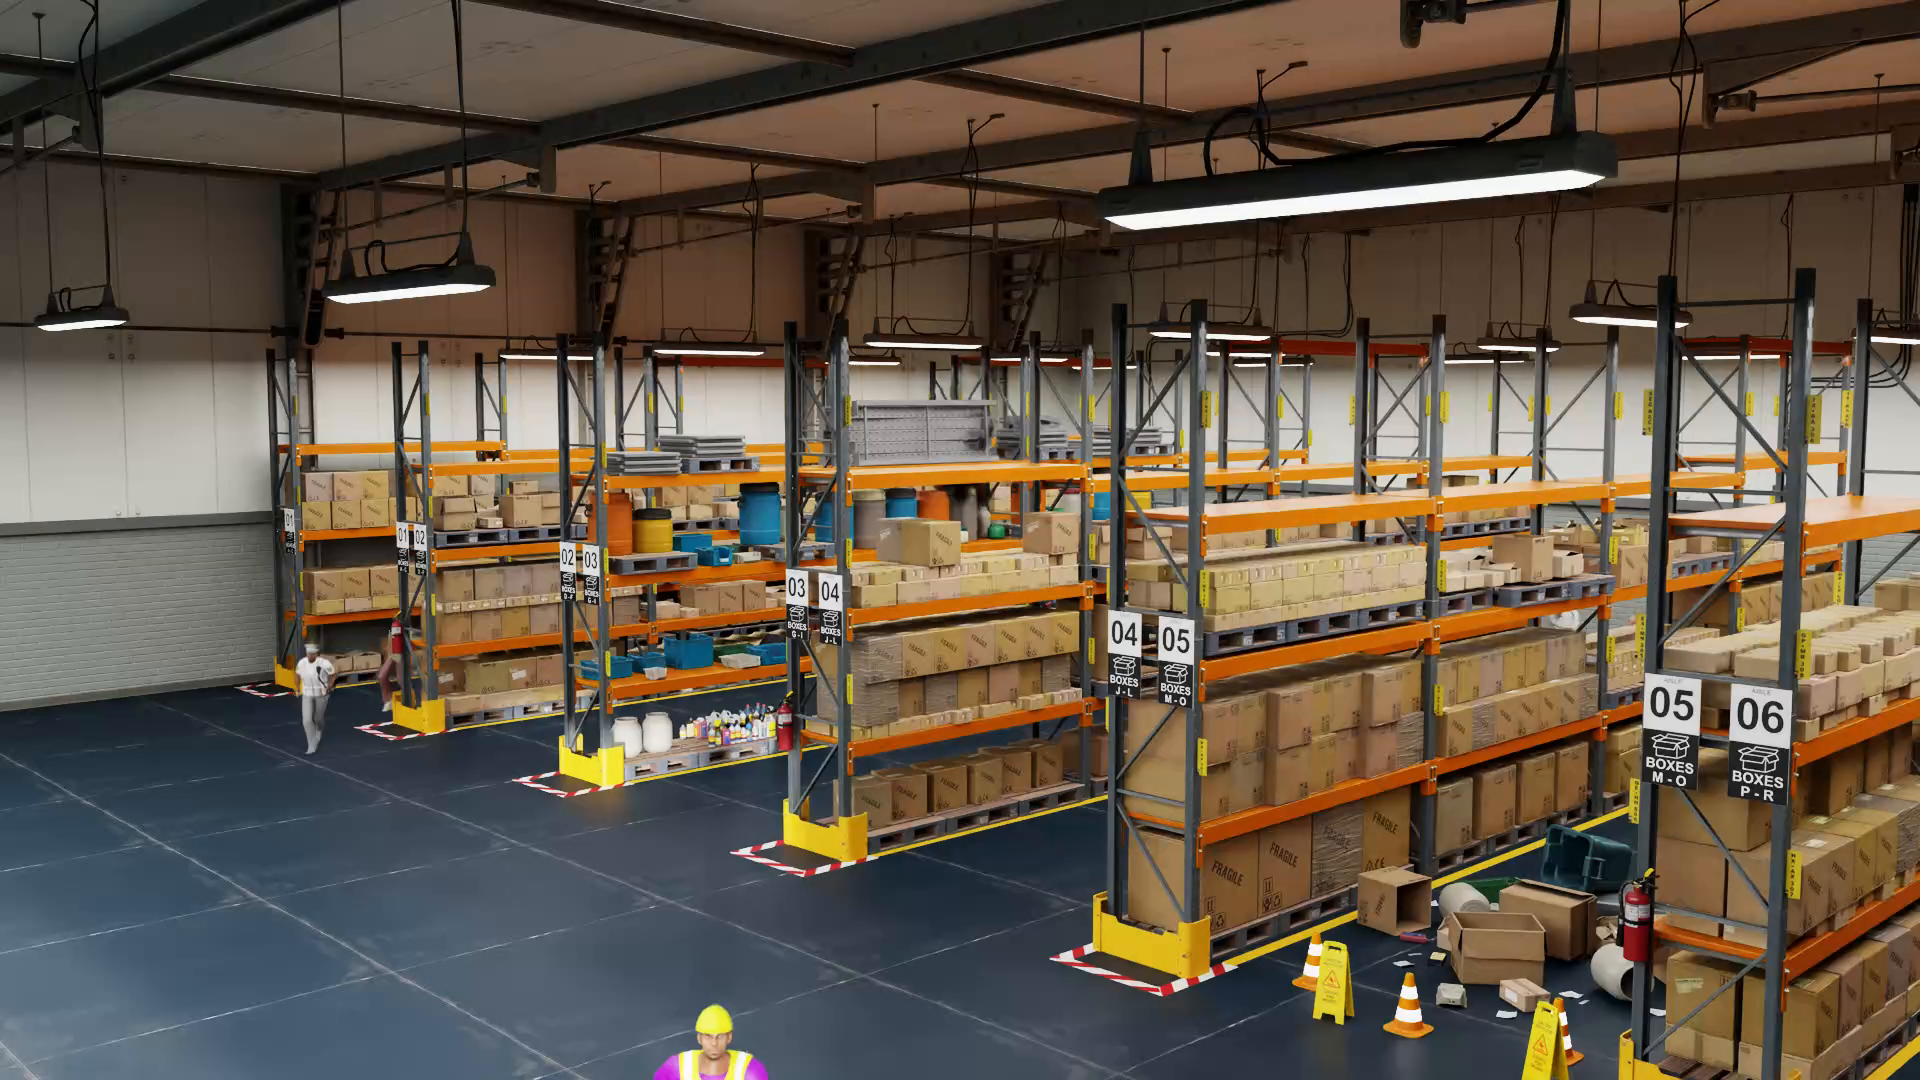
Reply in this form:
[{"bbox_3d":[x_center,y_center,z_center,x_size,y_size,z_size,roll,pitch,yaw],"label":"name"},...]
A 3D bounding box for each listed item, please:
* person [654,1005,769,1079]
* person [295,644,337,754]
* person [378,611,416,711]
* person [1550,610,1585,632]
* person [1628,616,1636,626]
[{"bbox_3d":[-1.372,3.490,9.248,0.669,1.823,0.751,-1,5,-12],"label":"person"},{"bbox_3d":[-9.402,2.285,24.348,0.585,1.641,0.857,-1,5,-7],"label":"person"},{"bbox_3d":[-9.200,1.996,27.367,0.558,1.683,0.693,3,6,29],"label":"person"},{"bbox_3d":[11.028,1.703,30.265,0.699,1.742,0.729,-2,5,-23],"label":"person"},{"bbox_3d":[10.530,2.050,26.108,0.708,1.737,0.640,5,7,44],"label":"person"}]
